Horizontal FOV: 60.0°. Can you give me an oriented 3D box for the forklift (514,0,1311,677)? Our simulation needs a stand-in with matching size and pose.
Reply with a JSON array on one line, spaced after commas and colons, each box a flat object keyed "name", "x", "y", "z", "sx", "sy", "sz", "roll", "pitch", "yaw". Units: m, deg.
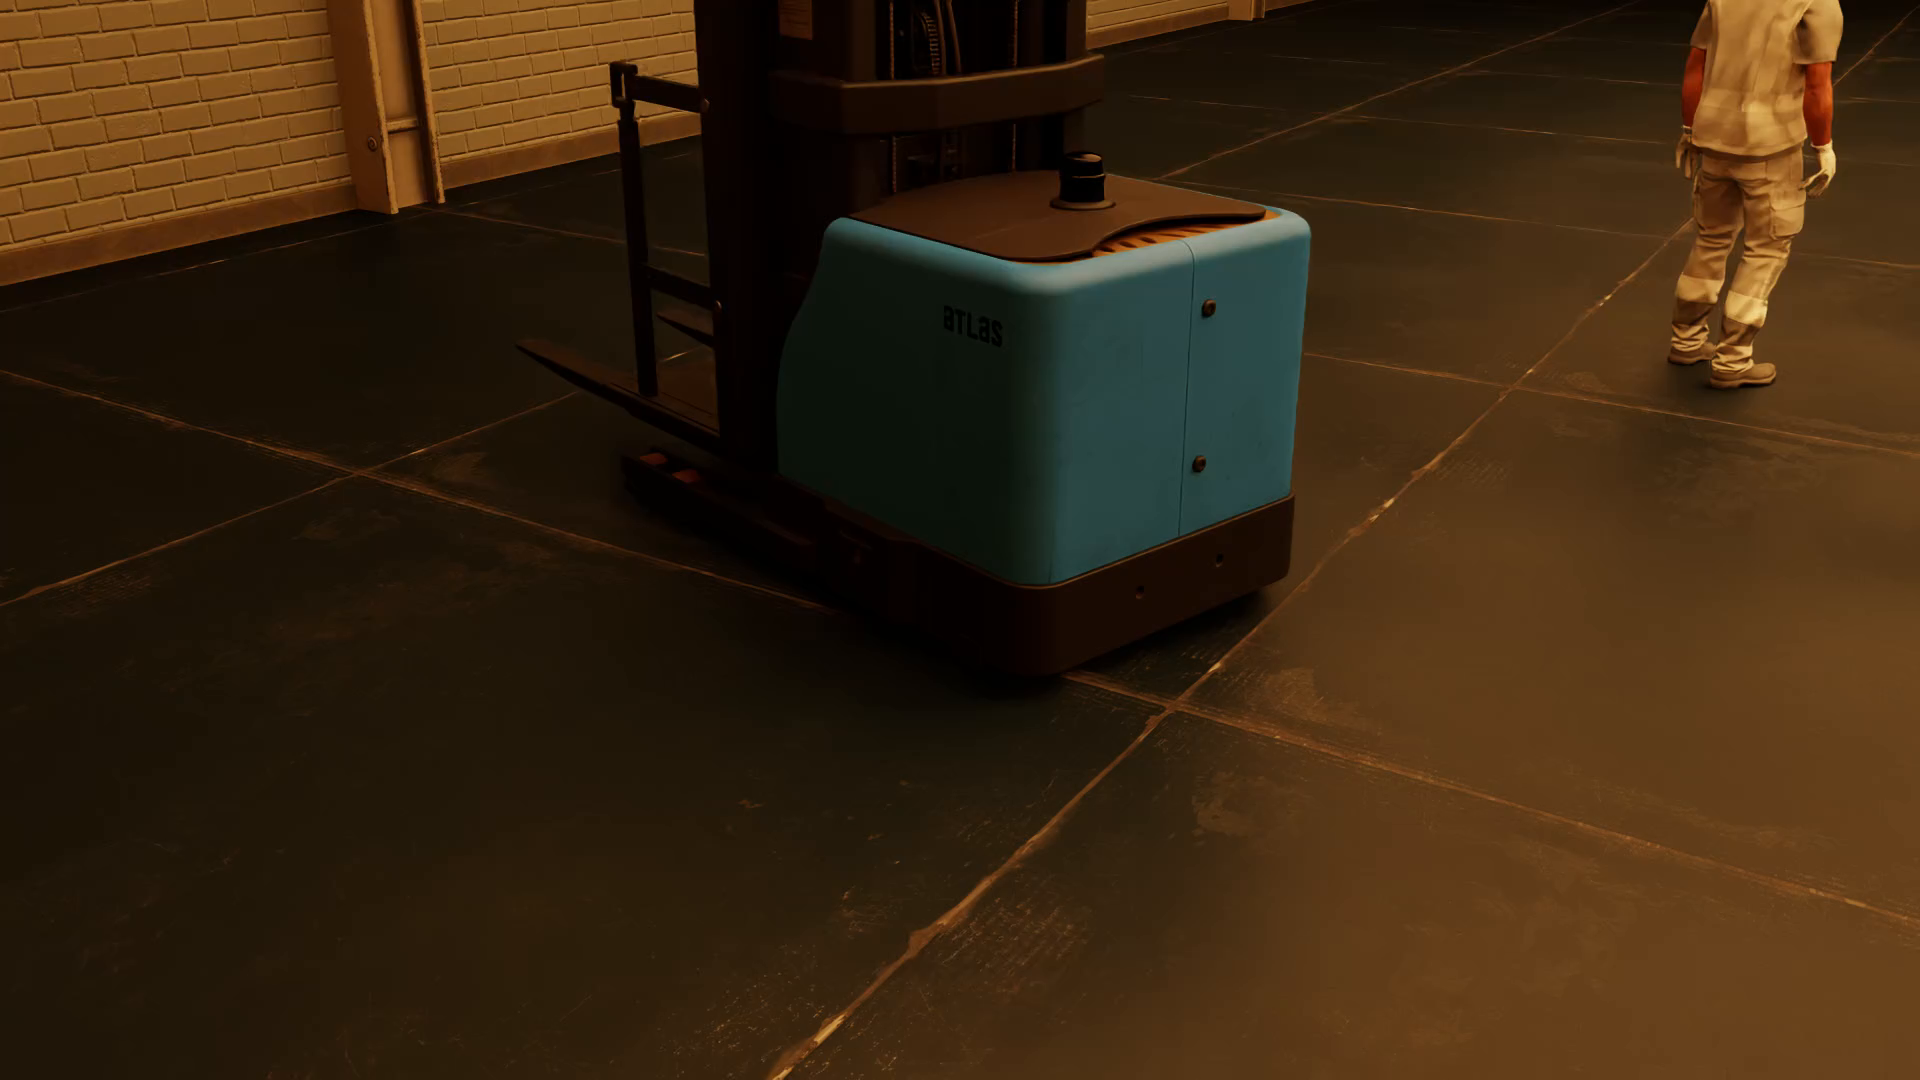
[{"name": "forklift", "x": -0.421, "y": -1.515, "z": 4.854, "sx": 1.130, "sy": 2.935, "sz": 3.031, "roll": -19, "pitch": 29, "yaw": -37}]

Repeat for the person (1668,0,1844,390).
[{"name": "person", "x": 2.998, "y": -1.471, "z": 6.238, "sx": 0.458, "sy": 1.789, "sz": 0.612, "roll": -12, "pitch": 26, "yaw": -26}]
